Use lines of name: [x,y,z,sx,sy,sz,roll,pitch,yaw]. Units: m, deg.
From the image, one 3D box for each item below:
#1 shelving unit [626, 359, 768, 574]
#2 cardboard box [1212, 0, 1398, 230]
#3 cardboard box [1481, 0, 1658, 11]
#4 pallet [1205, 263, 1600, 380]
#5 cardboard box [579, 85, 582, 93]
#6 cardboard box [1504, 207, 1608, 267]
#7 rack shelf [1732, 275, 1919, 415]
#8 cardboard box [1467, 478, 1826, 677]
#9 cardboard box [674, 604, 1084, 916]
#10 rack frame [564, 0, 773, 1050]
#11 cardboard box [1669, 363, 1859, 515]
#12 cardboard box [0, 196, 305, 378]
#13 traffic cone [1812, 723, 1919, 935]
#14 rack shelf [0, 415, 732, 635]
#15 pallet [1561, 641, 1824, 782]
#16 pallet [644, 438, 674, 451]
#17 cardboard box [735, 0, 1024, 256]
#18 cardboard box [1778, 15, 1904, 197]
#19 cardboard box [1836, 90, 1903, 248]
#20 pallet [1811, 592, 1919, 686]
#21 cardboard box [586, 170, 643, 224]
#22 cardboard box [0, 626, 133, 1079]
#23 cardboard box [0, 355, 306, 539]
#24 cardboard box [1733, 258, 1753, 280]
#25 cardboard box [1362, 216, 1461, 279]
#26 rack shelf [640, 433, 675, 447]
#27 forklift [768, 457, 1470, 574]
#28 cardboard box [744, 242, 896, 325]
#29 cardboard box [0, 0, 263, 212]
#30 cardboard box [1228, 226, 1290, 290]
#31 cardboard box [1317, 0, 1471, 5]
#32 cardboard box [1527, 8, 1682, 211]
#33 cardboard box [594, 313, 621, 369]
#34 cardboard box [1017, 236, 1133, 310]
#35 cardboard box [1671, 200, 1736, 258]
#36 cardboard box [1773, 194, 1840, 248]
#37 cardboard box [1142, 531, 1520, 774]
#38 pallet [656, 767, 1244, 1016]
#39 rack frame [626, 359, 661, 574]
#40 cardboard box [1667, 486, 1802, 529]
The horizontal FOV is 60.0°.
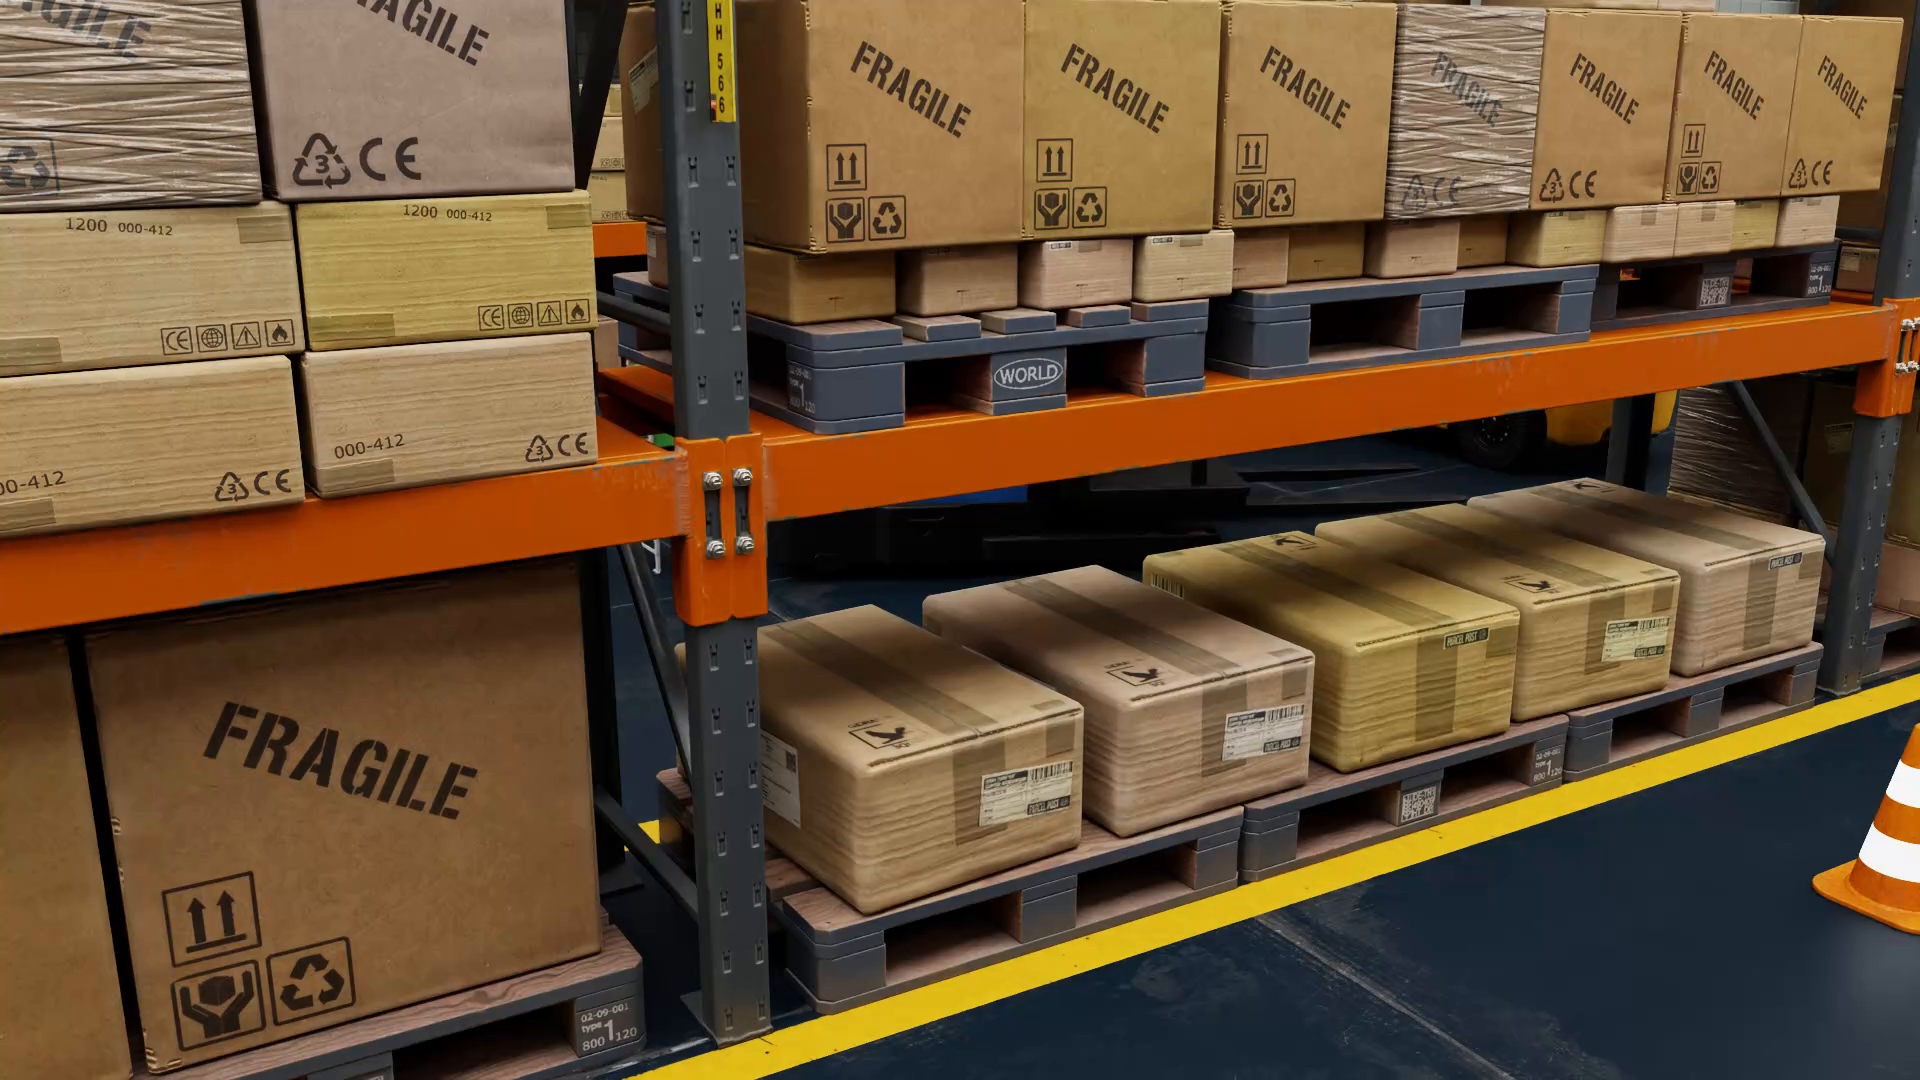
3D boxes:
shelving unit: [-1.104,-0.500,6.969,0.503,1.200,0.258,-9,18,-30]
cardboard box: [0.684,-1.035,4.031,0.500,0.500,0.500,-9,18,-29]
cardboard box: [1.626,-1.486,4.439,0.250,0.149,0.380,-10,19,-32]
pallet: [0.960,-0.675,4.617,1.213,0.211,1.003,-9,18,-30]
cardboard box: [-1.998,-2.128,8.056,0.250,0.149,0.380,-9,18,-29]
cardboard box: [1.532,-0.847,4.560,0.250,0.149,0.380,-9,18,-30]
rack shelf: [4.427,-0.971,6.649,4.000,0.370,1.077,-9,18,-30]
cardboard box: [2.265,0.097,5.596,0.625,0.372,0.950,-9,18,-29]
cardboard box: [-0.226,0.504,4.146,0.625,0.372,0.950,-11,19,-33]
rack frame: [-0.716,-0.483,3.576,0.127,3.000,1.000,-9,18,-30]
cardboard box: [3.082,-0.423,6.288,0.500,0.500,0.500,-9,18,-30]
cardboard box: [-1.438,-0.453,2.822,0.500,0.250,0.500,-10,18,-31]
traffic cone: [2.371,0.679,4.132,0.334,0.463,0.336,-9,18,-30]
rack shelf: [-2.430,0.141,2.681,4.000,0.370,1.077,-9,18,-30]
pallet: [2.046,0.412,5.549,1.213,0.211,1.003,-9,18,-30]
pallet: [-1.505,-0.562,9.025,1.213,0.211,1.003,-9,18,-30]
cardboard box: [-0.211,-0.886,3.498,0.500,0.500,0.500,-10,18,-31]
cardboard box: [2.435,-1.315,5.031,0.500,0.500,0.500,-10,18,-31]
cardboard box: [3.234,-1.227,5.494,0.500,0.500,0.500,-9,18,-30]
pallet: [3.270,0.202,6.298,1.213,0.211,1.003,-9,18,-30]
cardboard box: [-1.898,-1.706,8.216,0.500,0.250,0.500,-10,18,-31]
cardboard box: [-2.118,0.537,3.093,0.875,0.875,0.875,-9,18,-29]
cardboard box: [-1.446,-0.206,2.865,0.500,0.250,0.500,-9,18,-29]
cardboard box: [2.831,-1.033,6.005,0.250,0.149,0.380,-9,18,-30]
cardboard box: [1.069,-0.780,4.323,0.250,0.149,0.380,-9,18,-28]
rack shelf: [-1.104,-0.438,6.986,0.480,0.148,0.258,-9,18,-30]
forklift: [0.679,-1.419,7.043,3.031,2.935,1.130,-1,16,-5]
cardboard box: [-0.342,-0.567,3.561,0.250,0.149,0.380,-10,19,-33]
cardboard box: [-1.460,-0.807,2.694,0.500,0.500,0.500,-9,18,-29]
cardboard box: [0.589,-0.711,4.074,0.250,0.149,0.380,-8,18,-26]
cardboard box: [1.249,-1.587,4.797,0.250,0.149,0.380,-8,18,-27]
cardboard box: [1.565,-1.176,4.533,0.500,0.500,0.500,-9,18,-28]
cardboard box: [-2.178,-0.866,8.564,0.625,0.625,0.875,-9,18,-28]
cardboard box: [0.176,-0.625,3.771,0.250,0.149,0.380,-11,19,-33]
cardboard box: [1.976,-0.908,4.780,0.250,0.149,0.380,-10,18,-31]
cardboard box: [2.414,-0.985,5.054,0.250,0.149,0.380,-9,18,-29]
cardboard box: [1.055,0.295,4.890,0.625,0.372,0.950,-9,18,-28]
pallet: [-0.045,0.751,4.339,1.213,0.211,1.003,-9,18,-30]
rack frame: [-1.311,-0.465,6.845,0.015,1.200,0.240,-9,18,-30]
cardboard box: [3.081,-0.062,6.389,0.500,0.250,0.500,-8,18,-27]
